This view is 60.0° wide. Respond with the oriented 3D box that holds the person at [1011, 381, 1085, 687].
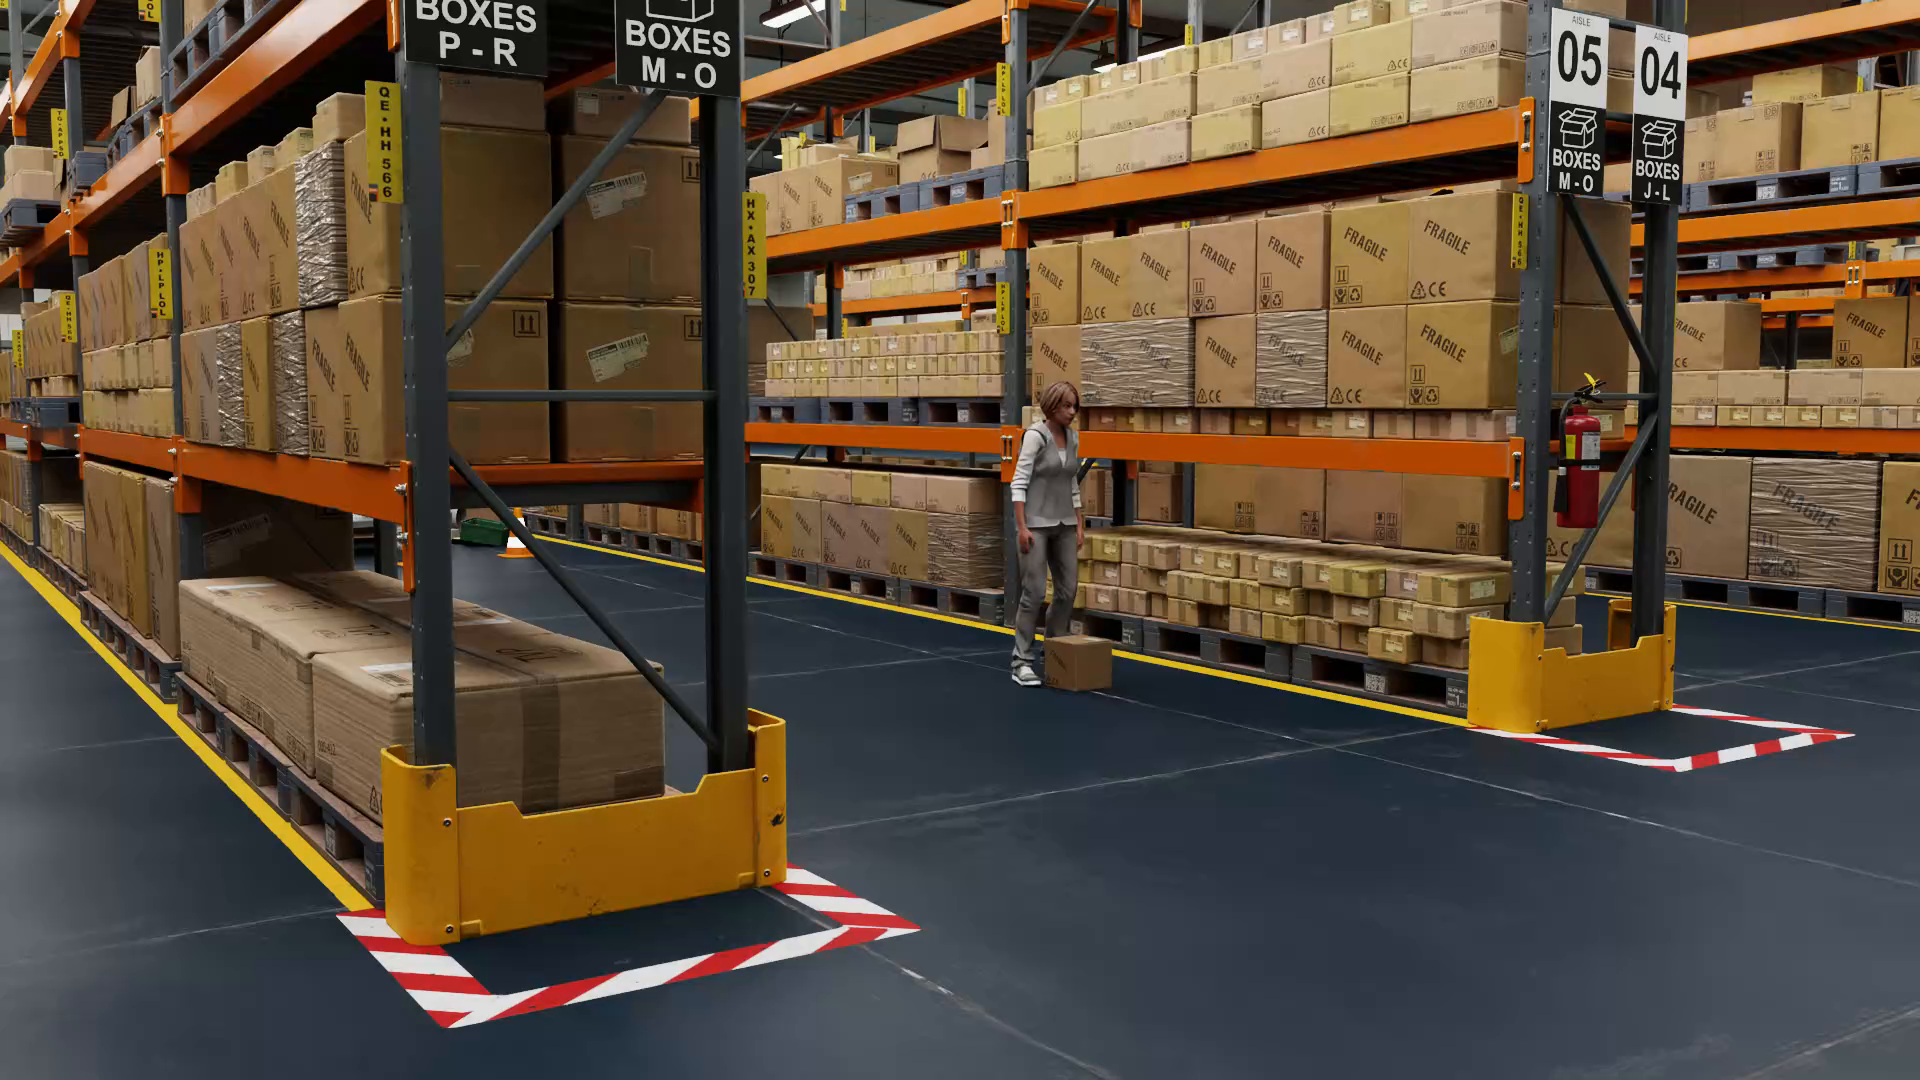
[{"bbox_3d":[0.467,-0.042,8.810,0.481,1.591,0.346,-4,6,-38],"label":"person"}]
